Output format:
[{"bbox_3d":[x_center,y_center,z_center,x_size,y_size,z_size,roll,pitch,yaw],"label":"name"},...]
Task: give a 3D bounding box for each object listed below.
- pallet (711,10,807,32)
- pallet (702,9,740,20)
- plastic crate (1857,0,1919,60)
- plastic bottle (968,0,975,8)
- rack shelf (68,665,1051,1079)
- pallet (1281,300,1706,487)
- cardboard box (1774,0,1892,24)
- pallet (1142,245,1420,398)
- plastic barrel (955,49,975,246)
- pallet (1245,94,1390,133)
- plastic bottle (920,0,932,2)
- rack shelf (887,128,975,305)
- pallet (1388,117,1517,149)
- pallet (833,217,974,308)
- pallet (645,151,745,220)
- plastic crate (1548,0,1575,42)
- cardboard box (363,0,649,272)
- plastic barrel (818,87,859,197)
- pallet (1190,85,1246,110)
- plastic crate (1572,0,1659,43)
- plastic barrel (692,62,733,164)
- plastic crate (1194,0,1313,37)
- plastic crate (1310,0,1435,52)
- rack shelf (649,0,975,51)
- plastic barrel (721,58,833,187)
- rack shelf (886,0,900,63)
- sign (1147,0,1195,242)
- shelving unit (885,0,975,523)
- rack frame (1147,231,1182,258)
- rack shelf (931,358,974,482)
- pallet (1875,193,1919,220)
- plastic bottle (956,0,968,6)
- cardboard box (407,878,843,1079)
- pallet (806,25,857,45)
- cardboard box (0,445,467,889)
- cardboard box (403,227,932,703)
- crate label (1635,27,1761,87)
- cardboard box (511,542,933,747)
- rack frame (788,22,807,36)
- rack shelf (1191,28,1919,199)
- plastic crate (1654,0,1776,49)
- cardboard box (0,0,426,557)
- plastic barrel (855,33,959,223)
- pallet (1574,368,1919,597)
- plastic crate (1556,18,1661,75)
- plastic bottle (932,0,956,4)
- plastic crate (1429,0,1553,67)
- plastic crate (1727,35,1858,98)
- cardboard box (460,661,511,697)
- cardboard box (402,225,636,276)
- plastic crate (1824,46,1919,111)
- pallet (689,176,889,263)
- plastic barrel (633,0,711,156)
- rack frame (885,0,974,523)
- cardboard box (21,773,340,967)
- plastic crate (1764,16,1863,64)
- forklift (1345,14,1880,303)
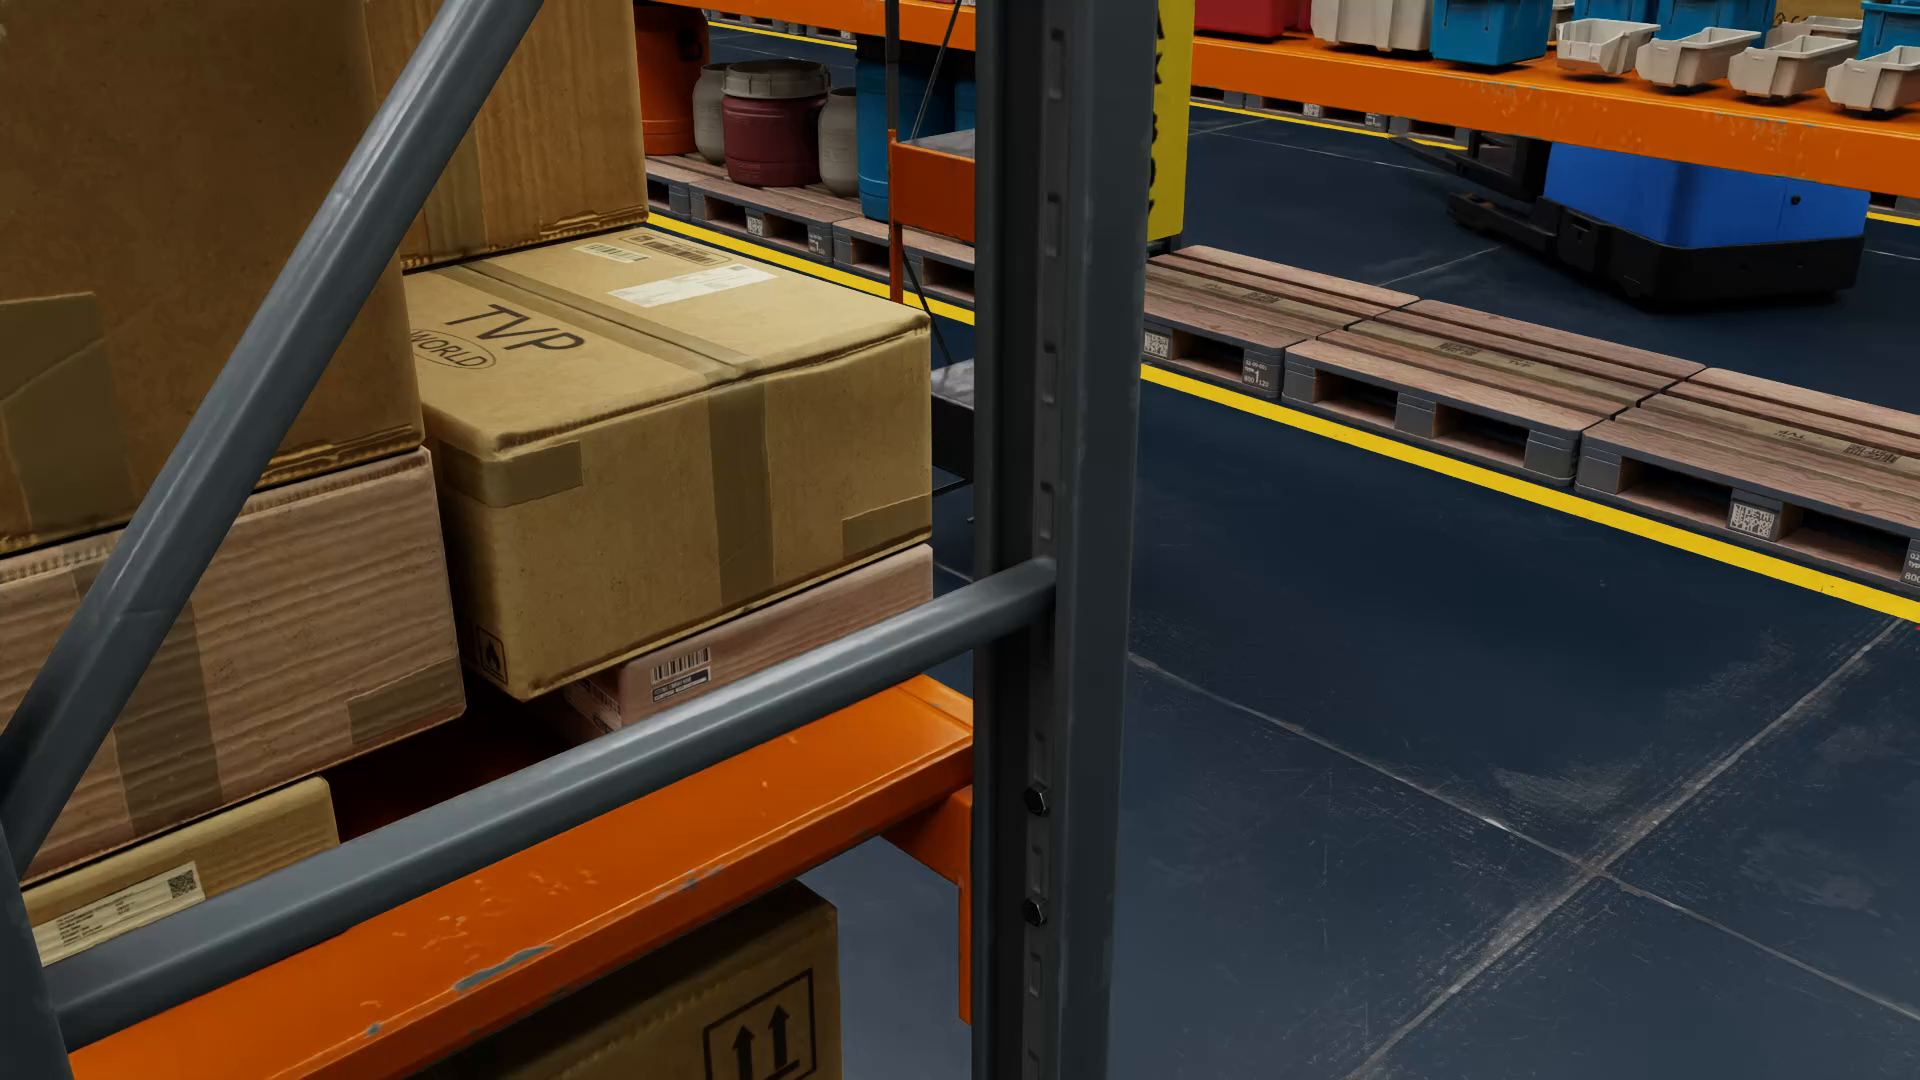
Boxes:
[{"bbox_3d":[-1.728,-5.255,16.514,1.003,0.211,1.213,-21,32,-38],"label":"pallet"},{"bbox_3d":[-2.567,-5.624,17.324,1.003,0.211,1.213,-21,32,-38],"label":"pallet"},{"bbox_3d":[2.990,-1.549,5.162,0.416,0.233,0.300,-21,32,-38],"label":"plastic crate"},{"bbox_3d":[0.129,-2.414,7.076,0.152,0.276,0.135,-21,32,-38],"label":"plastic bottle"},{"bbox_3d":[-1.614,-0.104,2.731,1.077,0.370,4.000,-21,32,-38],"label":"rack shelf"},{"bbox_3d":[2.003,-0.592,6.294,1.003,0.211,1.213,-21,32,-38],"label":"pallet"},{"bbox_3d":[7.327,-4.626,13.860,0.750,0.750,0.750,-21,32,-38],"label":"cardboard box"},{"bbox_3d":[1.165,-0.962,7.105,1.003,0.211,1.213,-21,32,-38],"label":"pallet"},{"bbox_3d":[0.275,-1.849,7.710,0.600,0.901,0.708,-21,32,-38],"label":"plastic barrel"},{"bbox_3d":[2.831,-3.183,11.974,1.003,0.211,1.213,-21,32,-38],"label":"pallet"},{"bbox_3d":[-0.121,-2.524,7.319,0.152,0.276,0.135,-21,32,-38],"label":"plastic bottle"},{"bbox_3d":[0.113,-0.893,4.710,0.431,0.518,0.480,-21,32,-38],"label":"rack shelf"},{"bbox_3d":[3.669,-2.814,11.163,1.003,0.211,1.213,-21,32,-38],"label":"pallet"},{"bbox_3d":[0.137,-1.419,8.107,1.003,0.211,1.213,-21,32,-38],"label":"pallet"},{"bbox_3d":[-1.531,-2.159,9.728,1.003,0.211,1.213,-21,32,-38],"label":"pallet"},{"bbox_3d":[2.044,-1.908,6.063,0.293,0.136,0.466,-21,32,-38],"label":"plastic crate"},{"bbox_3d":[-0.720,-0.607,1.886,0.500,0.500,0.500,-22,33,-40],"label":"cardboard box"},{"bbox_3d":[-0.530,-2.082,8.692,0.421,0.512,0.421,0,25,0],"label":"plastic barrel"},{"bbox_3d":[2.001,-3.553,12.784,1.003,0.211,1.213,-21,32,-38],"label":"pallet"},{"bbox_3d":[2.335,-1.840,5.798,0.416,0.233,0.300,-21,32,-38],"label":"plastic crate"},{"bbox_3d":[-1.302,-2.424,9.442,0.421,0.512,0.421,0,25,0],"label":"plastic barrel"},{"bbox_3d":[1.061,-2.157,6.215,0.402,0.464,0.583,-21,32,-38],"label":"plastic crate"},{"bbox_3d":[1.543,-1.901,5.874,0.437,0.282,0.530,-21,32,-38],"label":"plastic crate"},{"bbox_3d":[-0.733,-2.721,8.468,1.077,0.370,4.000,-21,32,-38],"label":"rack shelf"},{"bbox_3d":[-0.981,-2.263,8.996,0.600,0.588,0.708,-21,32,-38],"label":"plastic barrel"},{"bbox_3d":[0.113,-1.530,4.419,0.431,0.518,0.480,-21,32,-38],"label":"rack shelf"},{"bbox_3d":[0.162,-0.411,1.399,0.100,0.325,0.005,-21,32,-38],"label":"sign"},{"bbox_3d":[0.113,-0.905,4.704,0.431,2.100,0.503,-21,32,-38],"label":"shelving unit"},{"bbox_3d":[0.634,-2.443,6.990,1.000,3.000,0.127,-21,32,-38],"label":"rack frame"},{"bbox_3d":[0.113,-0.256,5.000,0.431,0.518,0.480,-21,32,-38],"label":"rack shelf"},{"bbox_3d":[5.559,-2.000,9.379,1.003,0.211,1.213,-21,32,-38],"label":"pallet"},{"bbox_3d":[0.030,-2.407,7.152,0.097,0.201,0.097,0,25,0],"label":"plastic bottle"},{"bbox_3d":[-0.743,0.779,1.983,0.875,0.875,0.875,-21,32,-38],"label":"cardboard box"},{"bbox_3d":[-0.683,-4.790,15.494,1.003,0.211,1.213,-21,32,-38],"label":"pallet"},{"bbox_3d":[-0.772,0.036,1.380,0.500,0.250,0.500,-22,32,-39],"label":"cardboard box"},{"bbox_3d":[-0.378,-0.115,1.710,0.500,0.250,0.500,-22,33,-40],"label":"cardboard box"},{"bbox_3d":[2.283,-1.503,5.176,0.396,0.136,0.243,-21,32,-38],"label":"crate label"},{"bbox_3d":[-0.249,0.088,1.747,0.380,0.149,0.250,-21,32,-38],"label":"cardboard box"},{"bbox_3d":[-1.215,-6.270,15.381,1.000,3.000,0.127,-21,32,-38],"label":"rack frame"},{"bbox_3d":[2.001,-1.509,5.811,1.077,0.370,4.000,-21,32,-38],"label":"rack shelf"},{"bbox_3d":[2.540,-1.749,5.599,0.416,0.233,0.300,-21,32,-38],"label":"plastic crate"},{"bbox_3d":[-0.772,-0.307,1.227,0.500,0.500,0.500,-21,32,-38],"label":"cardboard box"},{"bbox_3d":[-0.209,-2.063,8.181,0.600,0.901,0.708,-21,32,-38],"label":"plastic barrel"},{"bbox_3d":[2.833,-0.223,5.484,1.003,0.211,1.213,-21,32,-38],"label":"pallet"},{"bbox_3d":[2.067,-1.587,5.361,0.298,0.136,0.250,-21,32,-38],"label":"plastic crate"},{"bbox_3d":[-0.063,-2.474,7.200,0.061,0.283,0.133,-21,32,-38],"label":"plastic bottle"},{"bbox_3d":[1.777,-1.731,5.560,0.416,0.233,0.300,-21,32,-38],"label":"plastic crate"},{"bbox_3d":[2.491,-1.426,5.006,0.396,0.136,0.243,-21,32,-38],"label":"plastic crate"},{"bbox_3d":[-0.425,0.010,1.916,0.380,0.149,0.250,-22,32,-39],"label":"cardboard box"},{"bbox_3d":[-0.738,-0.270,2.051,0.500,0.250,0.500,-22,32,-39],"label":"cardboard box"},{"bbox_3d":[2.679,-1.334,4.805,0.396,0.136,0.243,-21,32,-38],"label":"plastic crate"},{"bbox_3d":[-0.701,-1.789,8.918,1.003,0.211,1.213,-21,32,-38],"label":"pallet"},{"bbox_3d":[-1.753,-2.715,9.695,0.600,0.830,0.708,-21,32,-38],"label":"plastic barrel"},{"bbox_3d":[-0.054,-0.979,4.866,0.400,2.100,0.015,-21,32,-38],"label":"rack frame"},{"bbox_3d":[-0.731,0.274,1.337,0.380,0.149,0.250,-20,32,-38],"label":"cardboard box"},{"bbox_3d":[2.817,-1.632,5.460,0.250,0.136,0.298,-21,32,-38],"label":"plastic crate"},{"bbox_3d":[3.180,-2.970,8.230,1.130,2.935,3.031,-10,26,-20],"label":"forklift"}]
